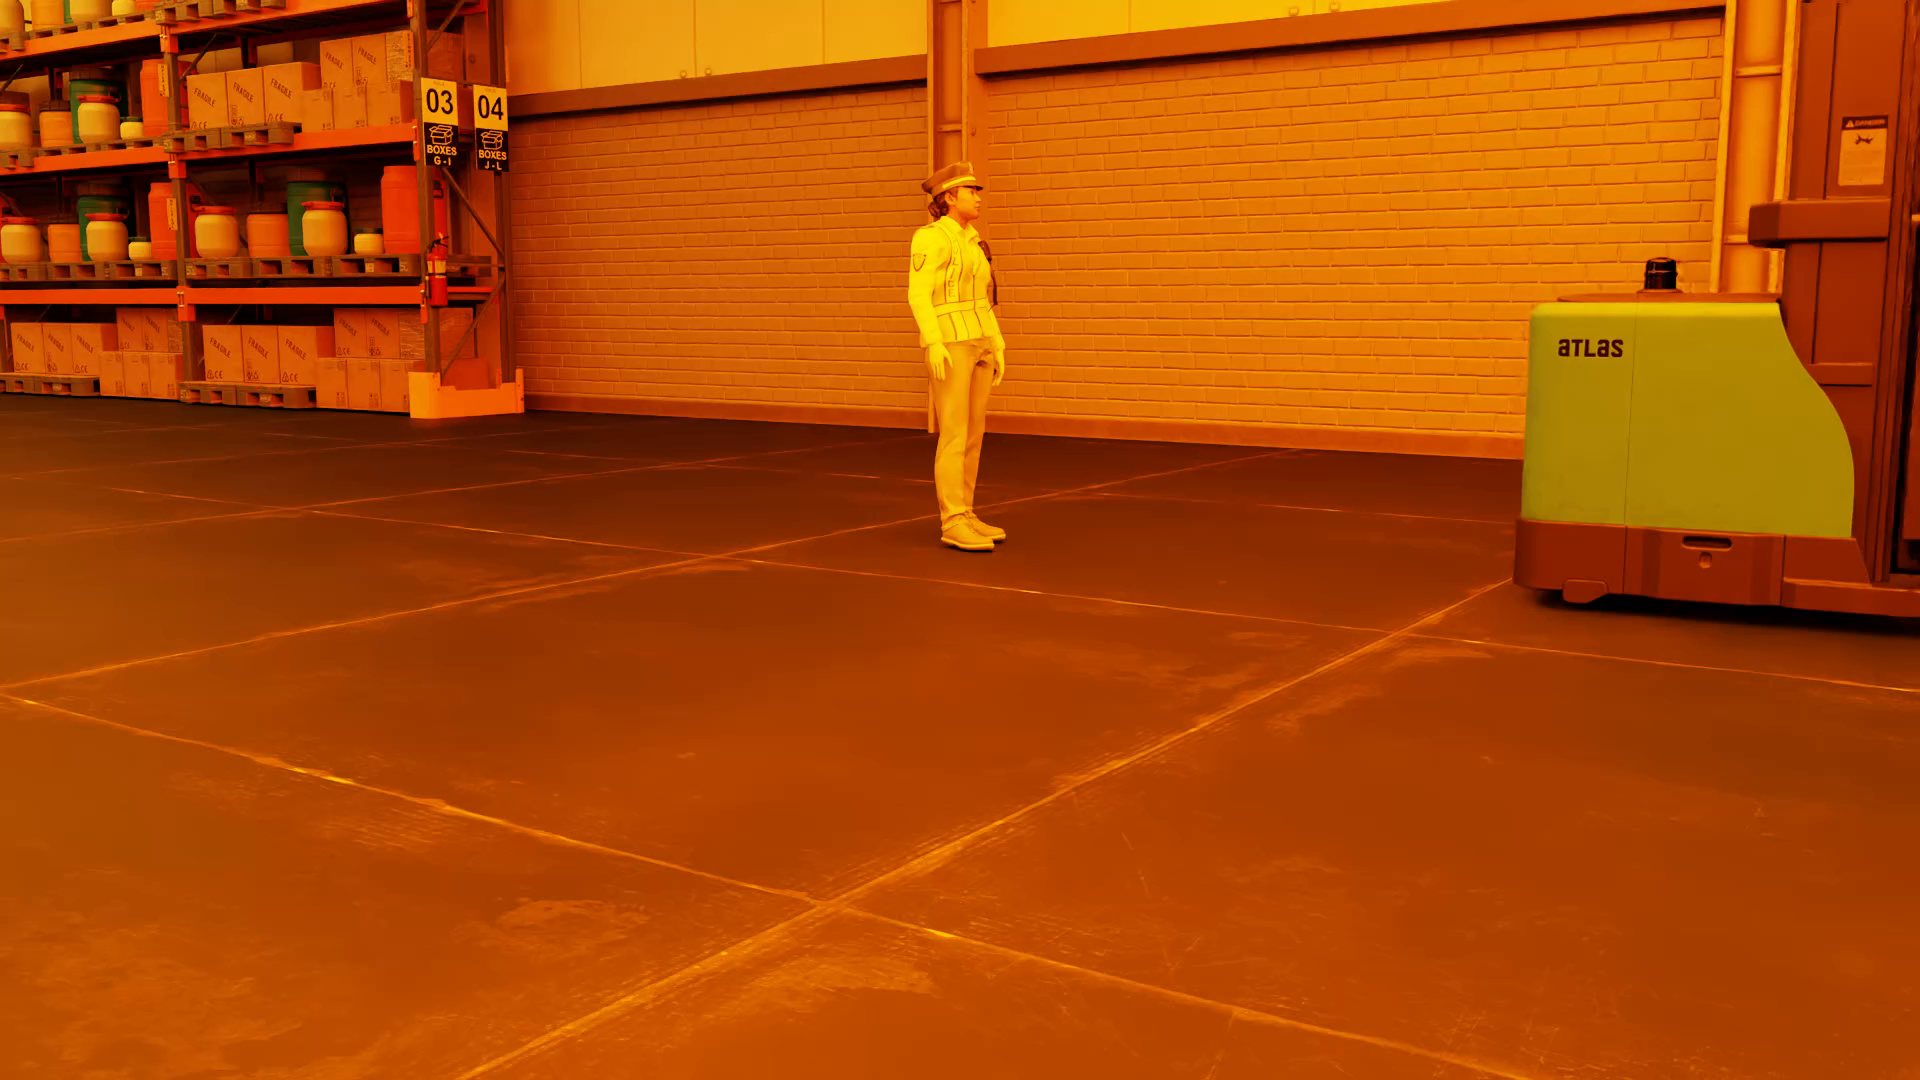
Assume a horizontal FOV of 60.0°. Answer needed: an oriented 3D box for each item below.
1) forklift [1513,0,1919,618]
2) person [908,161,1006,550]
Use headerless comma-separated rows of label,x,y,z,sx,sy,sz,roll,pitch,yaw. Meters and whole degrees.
forklift,3.544,-1.182,5.506,3.031,2.935,1.130,4,9,27
person,0.053,-0.840,7.439,0.530,1.694,0.586,5,10,34
